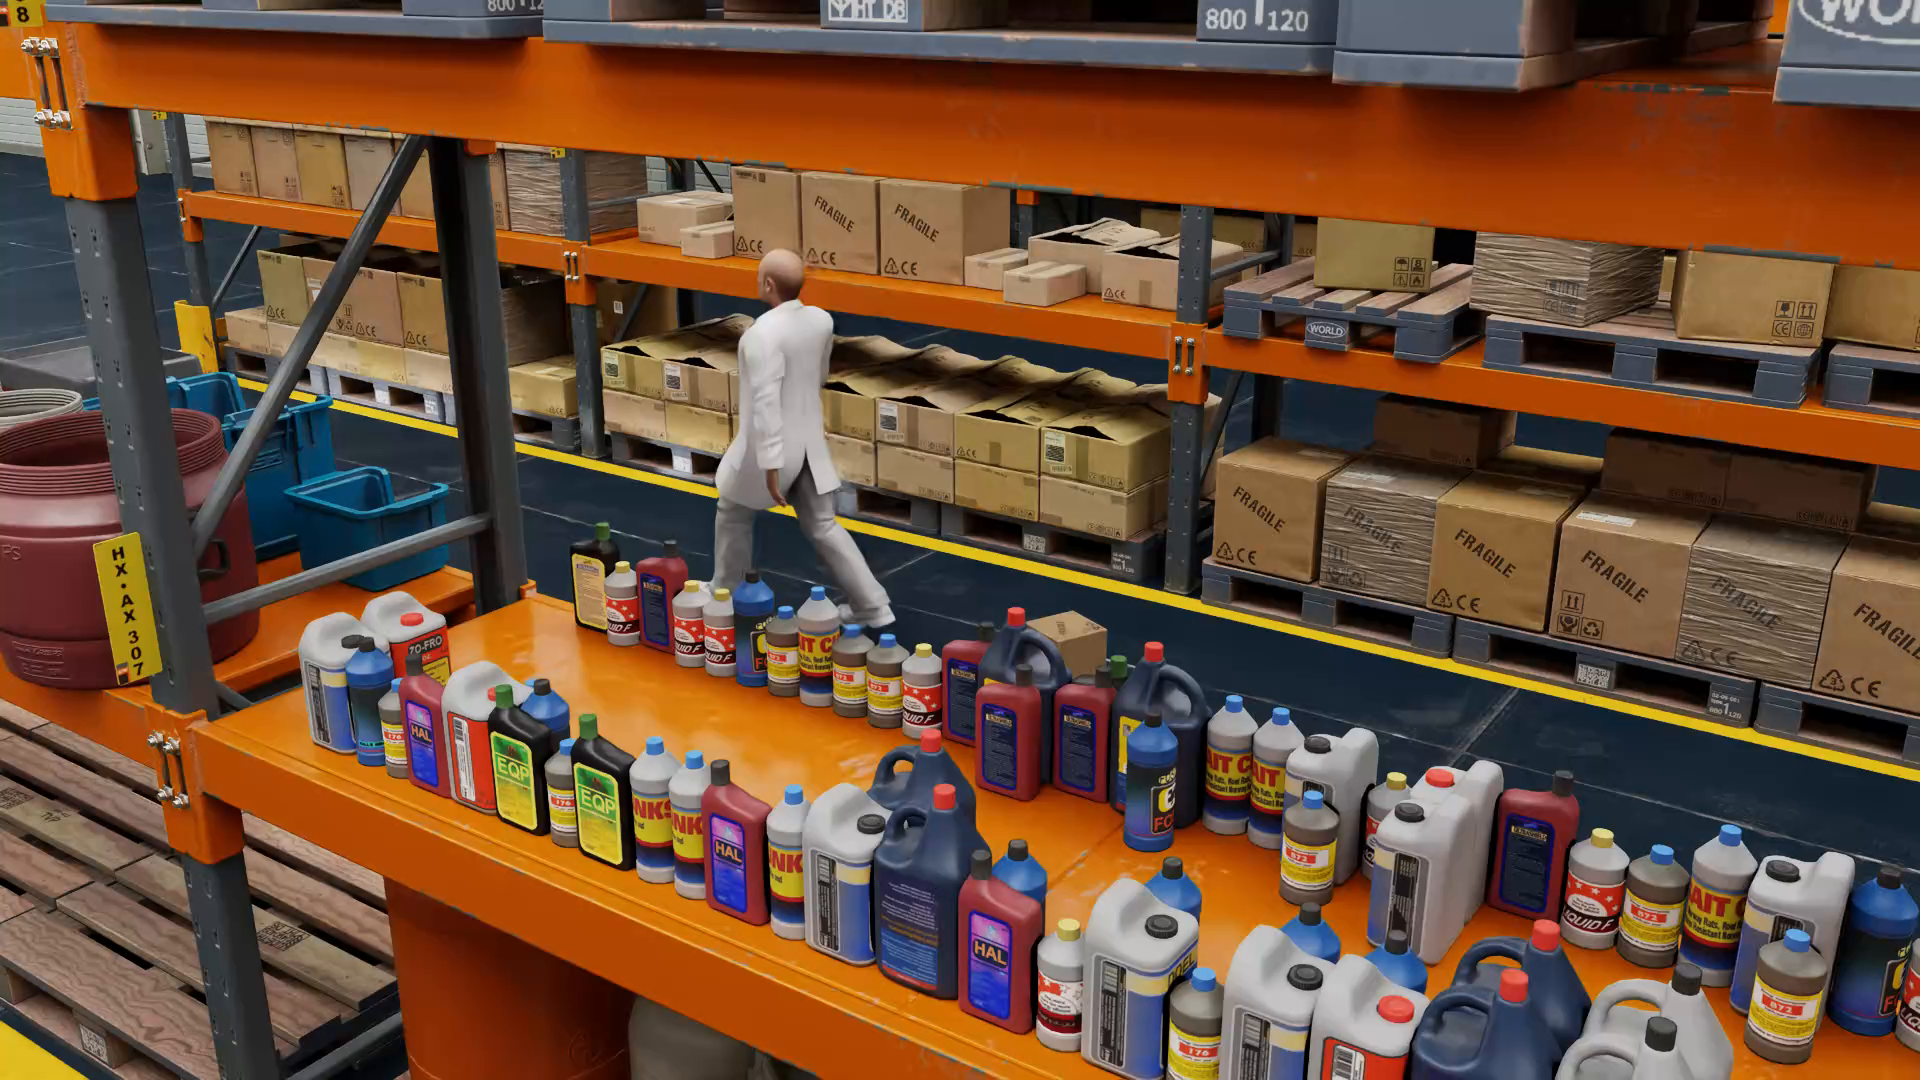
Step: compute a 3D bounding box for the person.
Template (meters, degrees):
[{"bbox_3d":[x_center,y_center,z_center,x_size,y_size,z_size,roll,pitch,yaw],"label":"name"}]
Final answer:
[{"bbox_3d":[-0.775,-0.420,7.290,1.138,1.726,0.586,16,25,37],"label":"person"}]
